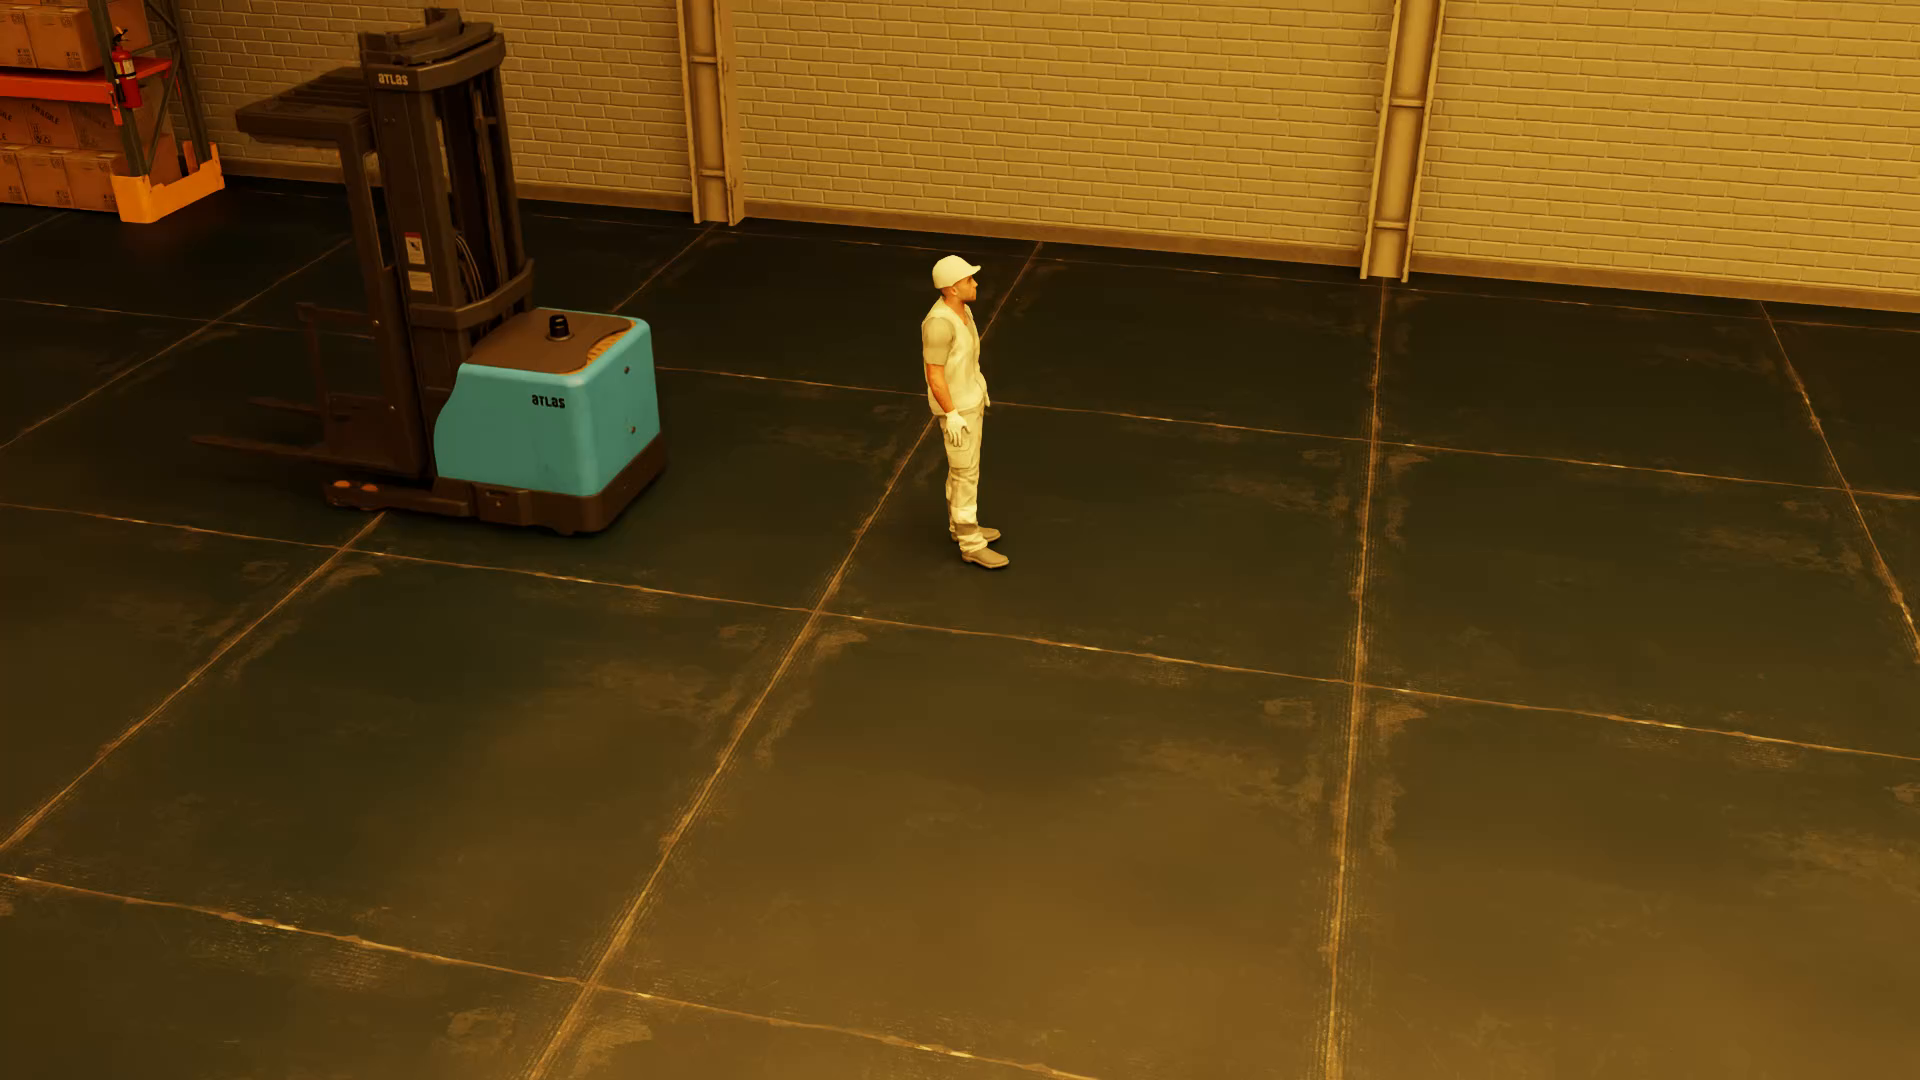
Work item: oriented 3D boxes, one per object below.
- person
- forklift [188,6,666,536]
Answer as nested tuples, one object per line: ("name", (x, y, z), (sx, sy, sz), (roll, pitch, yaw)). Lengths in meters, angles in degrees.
("person", (0.074, -0.769, 9.671), (0.564, 1.787, 0.637), (7, 30, 12))
("forklift", (-3.499, -1.697, 10.165), (3.031, 2.935, 1.130), (8, 30, 14))
